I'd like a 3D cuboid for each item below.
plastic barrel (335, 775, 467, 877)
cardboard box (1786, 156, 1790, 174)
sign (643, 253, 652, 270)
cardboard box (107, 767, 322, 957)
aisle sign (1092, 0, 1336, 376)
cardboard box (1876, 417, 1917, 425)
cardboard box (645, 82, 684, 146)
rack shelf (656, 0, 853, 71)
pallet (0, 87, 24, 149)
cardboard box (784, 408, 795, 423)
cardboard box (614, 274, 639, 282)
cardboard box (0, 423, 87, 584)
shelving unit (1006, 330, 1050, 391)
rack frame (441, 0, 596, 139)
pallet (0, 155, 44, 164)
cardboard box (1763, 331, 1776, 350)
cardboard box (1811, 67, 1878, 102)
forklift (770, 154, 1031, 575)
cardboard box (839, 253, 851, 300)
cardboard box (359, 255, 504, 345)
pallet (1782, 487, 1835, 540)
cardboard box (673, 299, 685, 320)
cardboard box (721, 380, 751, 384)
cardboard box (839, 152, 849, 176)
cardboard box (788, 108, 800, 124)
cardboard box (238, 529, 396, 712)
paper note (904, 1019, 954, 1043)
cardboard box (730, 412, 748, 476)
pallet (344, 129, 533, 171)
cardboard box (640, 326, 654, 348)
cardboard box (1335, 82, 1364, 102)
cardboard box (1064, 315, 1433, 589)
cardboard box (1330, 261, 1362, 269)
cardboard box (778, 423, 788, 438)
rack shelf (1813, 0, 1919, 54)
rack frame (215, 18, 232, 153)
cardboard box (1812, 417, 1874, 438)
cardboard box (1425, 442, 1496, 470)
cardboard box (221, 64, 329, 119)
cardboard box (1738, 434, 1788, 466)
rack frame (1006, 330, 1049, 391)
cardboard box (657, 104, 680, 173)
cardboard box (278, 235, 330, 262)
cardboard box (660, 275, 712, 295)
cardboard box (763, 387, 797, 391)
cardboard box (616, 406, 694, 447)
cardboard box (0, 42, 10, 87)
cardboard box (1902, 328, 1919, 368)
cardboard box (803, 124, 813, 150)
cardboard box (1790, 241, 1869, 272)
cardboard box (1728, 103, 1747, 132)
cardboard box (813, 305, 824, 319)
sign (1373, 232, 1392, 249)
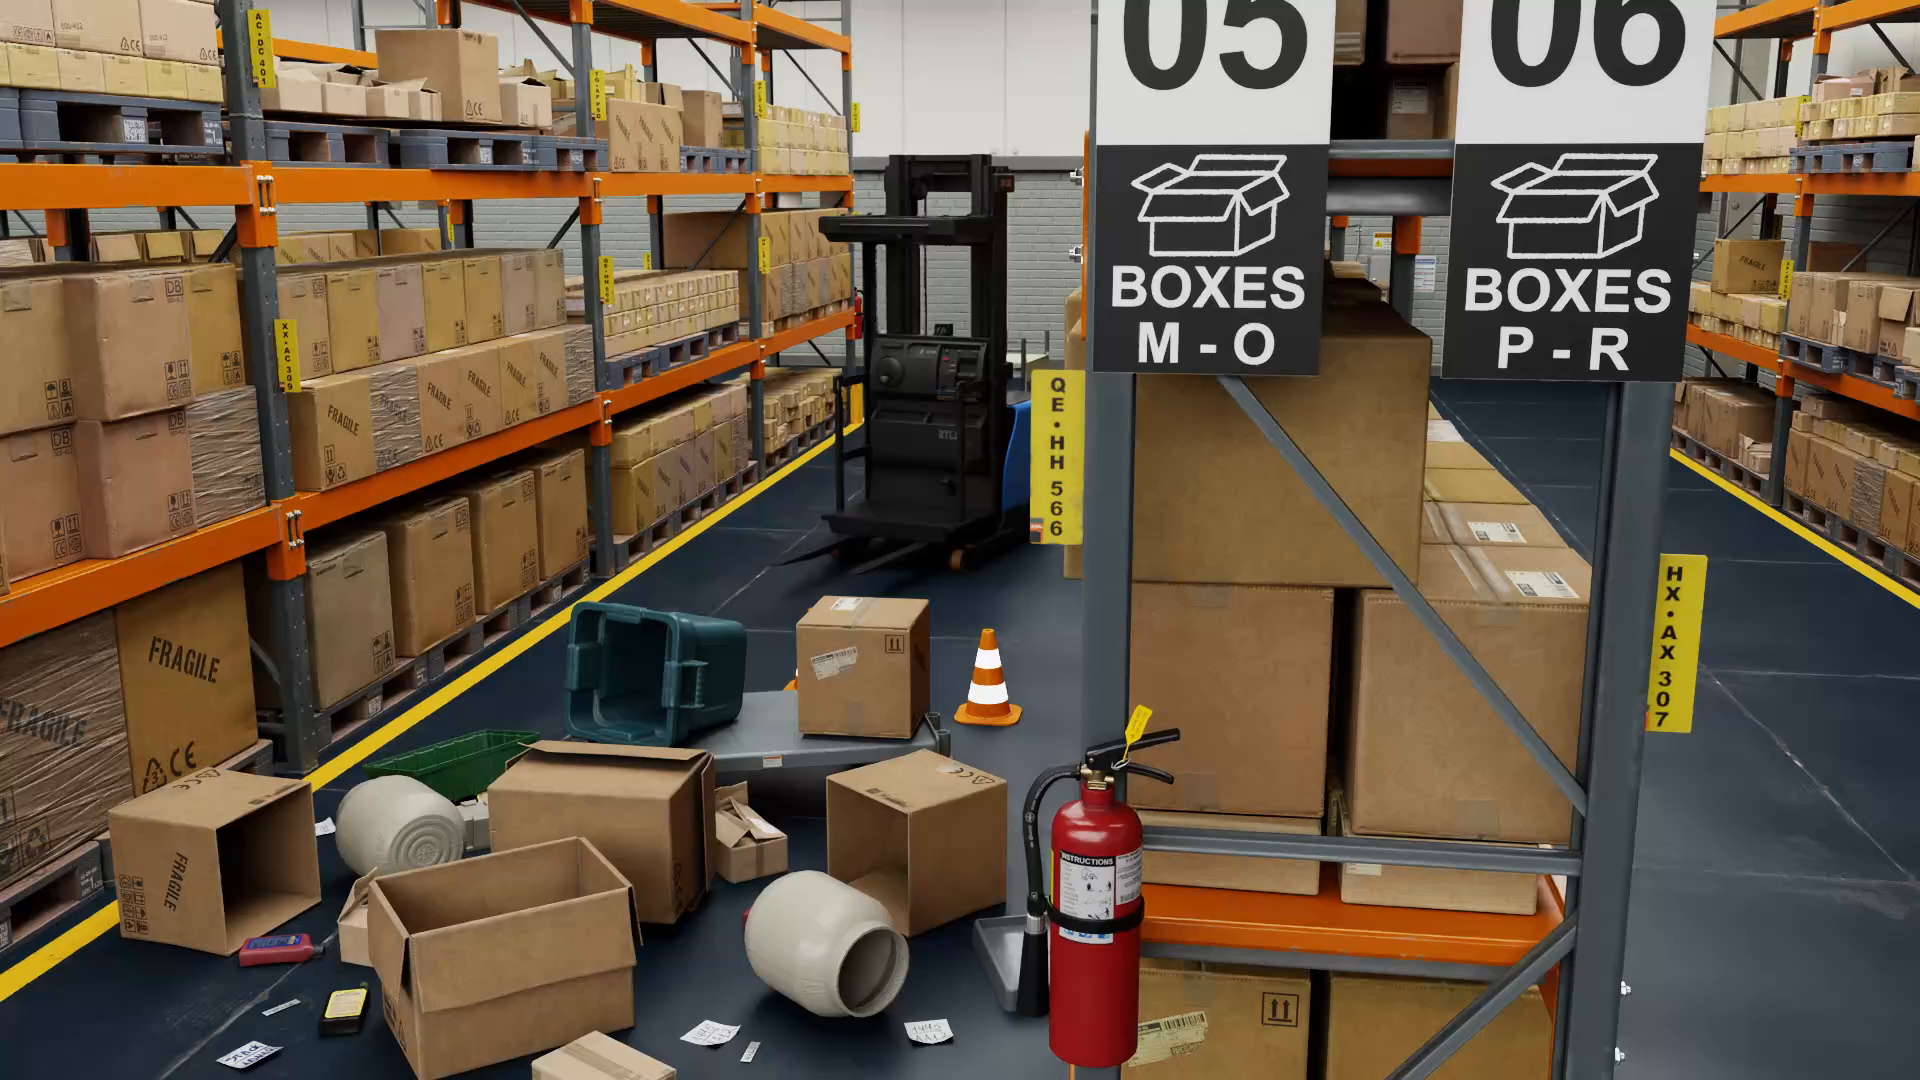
[{"bbox_3d":[-2.224,1.164,6.588,0.421,0.421,0.512,-10,16,-40],"label":"plastic barrel"},{"bbox_3d":[7.240,-3.175,14.083,0.380,0.149,0.250,2,12,8],"label":"cardboard box"},{"bbox_3d":[-2.872,-2.486,15.353,0.100,0.325,0.005,2,12,9],"label":"sign"},{"bbox_3d":[-2.790,1.196,6.252,0.500,0.500,0.500,4,13,18],"label":"cardboard box"},{"bbox_3d":[0.430,-0.677,2.842,0.394,0.787,0.004,2,12,9],"label":"aisle sign"},{"bbox_3d":[7.670,-0.907,13.478,0.380,0.149,0.250,2,12,9],"label":"cardboard box"},{"bbox_3d":[-2.702,-3.451,13.527,0.797,0.503,0.637,2,12,8],"label":"cardboard box"},{"bbox_3d":[-2.027,-5.042,16.746,1.077,0.370,4.000,2,12,9],"label":"rack shelf"},{"bbox_3d":[-3.892,-1.381,5.372,1.003,0.211,1.213,2,12,9],"label":"pallet"},{"bbox_3d":[-1.901,-1.289,16.918,0.380,0.149,0.250,2,12,11],"label":"cardboard box"},{"bbox_3d":[-2.970,-2.189,14.220,0.380,0.149,0.250,2,12,8],"label":"cardboard box"},{"bbox_3d":[-3.872,-0.154,6.230,0.875,0.550,0.550,2,12,9],"label":"cardboard box"},{"bbox_3d":[0.453,-0.980,13.982,0.431,1.500,0.755,4,13,17],"label":"shelving unit"},{"bbox_3d":[-2.950,-4.147,10.875,1.000,3.000,0.127,2,12,9],"label":"rack frame"},{"bbox_3d":[-7.789,-2.906,12.684,1.213,0.211,1.003,2,12,11],"label":"pallet"},{"bbox_3d":[7.295,-1.754,14.608,0.380,0.149,0.250,2,12,10],"label":"cardboard box"},{"bbox_3d":[7.086,-3.642,13.323,0.396,0.266,0.258,2,12,8],"label":"cardboard box"},{"bbox_3d":[-0.326,-1.309,12.108,1.130,2.935,3.031,6,13,25],"label":"forklift"},{"bbox_3d":[-1.535,-2.972,18.719,0.500,0.500,0.500,2,12,10],"label":"cardboard box"},{"bbox_3d":[-3.182,-1.446,9.974,0.700,0.500,0.500,2,12,8],"label":"cardboard box"},{"bbox_3d":[7.389,-0.214,13.483,1.003,0.211,1.213,2,12,9],"label":"pallet"},{"bbox_3d":[-2.443,-1.860,13.400,0.380,0.149,0.250,2,12,11],"label":"cardboard box"},{"bbox_3d":[-2.319,-1.609,17.698,0.380,0.149,0.250,2,12,10],"label":"cardboard box"},{"bbox_3d":[-1.528,-4.169,18.455,0.500,0.250,0.500,2,12,7],"label":"cardboard box"},{"bbox_3d":[-1.801,-4.204,16.482,0.380,0.149,0.250,3,12,11],"label":"cardboard box"},{"bbox_3d":[-3.559,0.381,8.449,1.050,0.750,0.750,2,12,8],"label":"cardboard box"},{"bbox_3d":[-0.101,1.608,5.461,0.142,0.019,0.148,-2,12,-11],"label":"paper note"},{"bbox_3d":[-2.200,-0.868,14.837,0.500,0.500,0.500,2,12,8],"label":"cardboard box"},{"bbox_3d":[-3.166,-2.219,9.500,1.003,0.211,1.213,2,12,11],"label":"pallet"},{"bbox_3d":[-2.560,-1.551,12.671,0.380,0.149,0.250,2,12,11],"label":"cardboard box"},{"bbox_3d":[1.209,-1.257,4.235,0.500,0.250,0.500,2,12,10],"label":"cardboard box"},{"bbox_3d":[0.589,-0.206,3.512,0.700,0.500,0.500,2,12,7],"label":"cardboard box"},{"bbox_3d":[1.984,-1.442,9.083,0.380,0.149,0.250,1,12,6],"label":"cardboard box"},{"bbox_3d":[-1.944,-1.087,16.687,0.380,0.149,0.250,2,12,7],"label":"cardboard box"},{"bbox_3d":[7.169,-3.716,11.535,1.077,0.370,4.000,2,12,9],"label":"rack shelf"},{"bbox_3d":[-7.220,-5.161,15.582,1.000,3.000,0.127,2,12,9],"label":"rack frame"},{"bbox_3d":[7.193,-0.922,13.546,0.380,0.149,0.250,2,12,7],"label":"cardboard box"},{"bbox_3d":[1.297,-0.013,4.992,0.500,0.500,0.500,2,12,7],"label":"cardboard box"},{"bbox_3d":[-3.593,-2.293,8.514,0.500,0.250,0.500,2,12,8],"label":"cardboard box"},{"bbox_3d":[7.327,-0.816,15.152,0.396,0.266,0.258,2,12,11],"label":"cardboard box"},{"bbox_3d":[0.565,-1.054,14.322,0.400,1.500,0.023,4,13,17],"label":"rack frame"},{"bbox_3d":[-2.458,-3.048,12.659,0.500,0.500,0.500,2,12,9],"label":"cardboard box"},{"bbox_3d":[-6.811,-2.861,17.018,0.500,0.500,0.500,2,12,9],"label":"cardboard box"},{"bbox_3d":[-2.326,-2.166,14.110,0.380,0.149,0.250,2,12,8],"label":"cardboard box"},{"bbox_3d":[-1.888,-1.489,17.139,0.380,0.149,0.250,1,12,6],"label":"cardboard box"},{"bbox_3d":[-2.438,-0.908,13.242,0.500,0.250,0.500,2,12,9],"label":"cardboard box"},{"bbox_3d":[-3.500,-1.628,5.668,0.380,0.149,0.250,2,12,8],"label":"cardboard box"},{"bbox_3d":[6.704,-1.277,11.157,0.500,0.250,0.500,1,12,6],"label":"cardboard box"},{"bbox_3d":[-1.787,-4.095,16.924,0.500,0.250,0.500,1,12,6],"label":"cardboard box"},{"bbox_3d":[7.969,-2.487,15.285,0.500,0.500,0.500,2,12,7],"label":"cardboard box"},{"bbox_3d":[7.547,-3.962,15.600,0.500,0.250,0.500,2,12,10],"label":"cardboard box"},{"bbox_3d":[-1.676,-2.468,17.924,0.380,0.149,0.250,1,12,6],"label":"cardboard box"},{"bbox_3d":[6.061,-4.265,23.702,0.339,0.242,0.001,2,12,9],"label":"sign"}]
